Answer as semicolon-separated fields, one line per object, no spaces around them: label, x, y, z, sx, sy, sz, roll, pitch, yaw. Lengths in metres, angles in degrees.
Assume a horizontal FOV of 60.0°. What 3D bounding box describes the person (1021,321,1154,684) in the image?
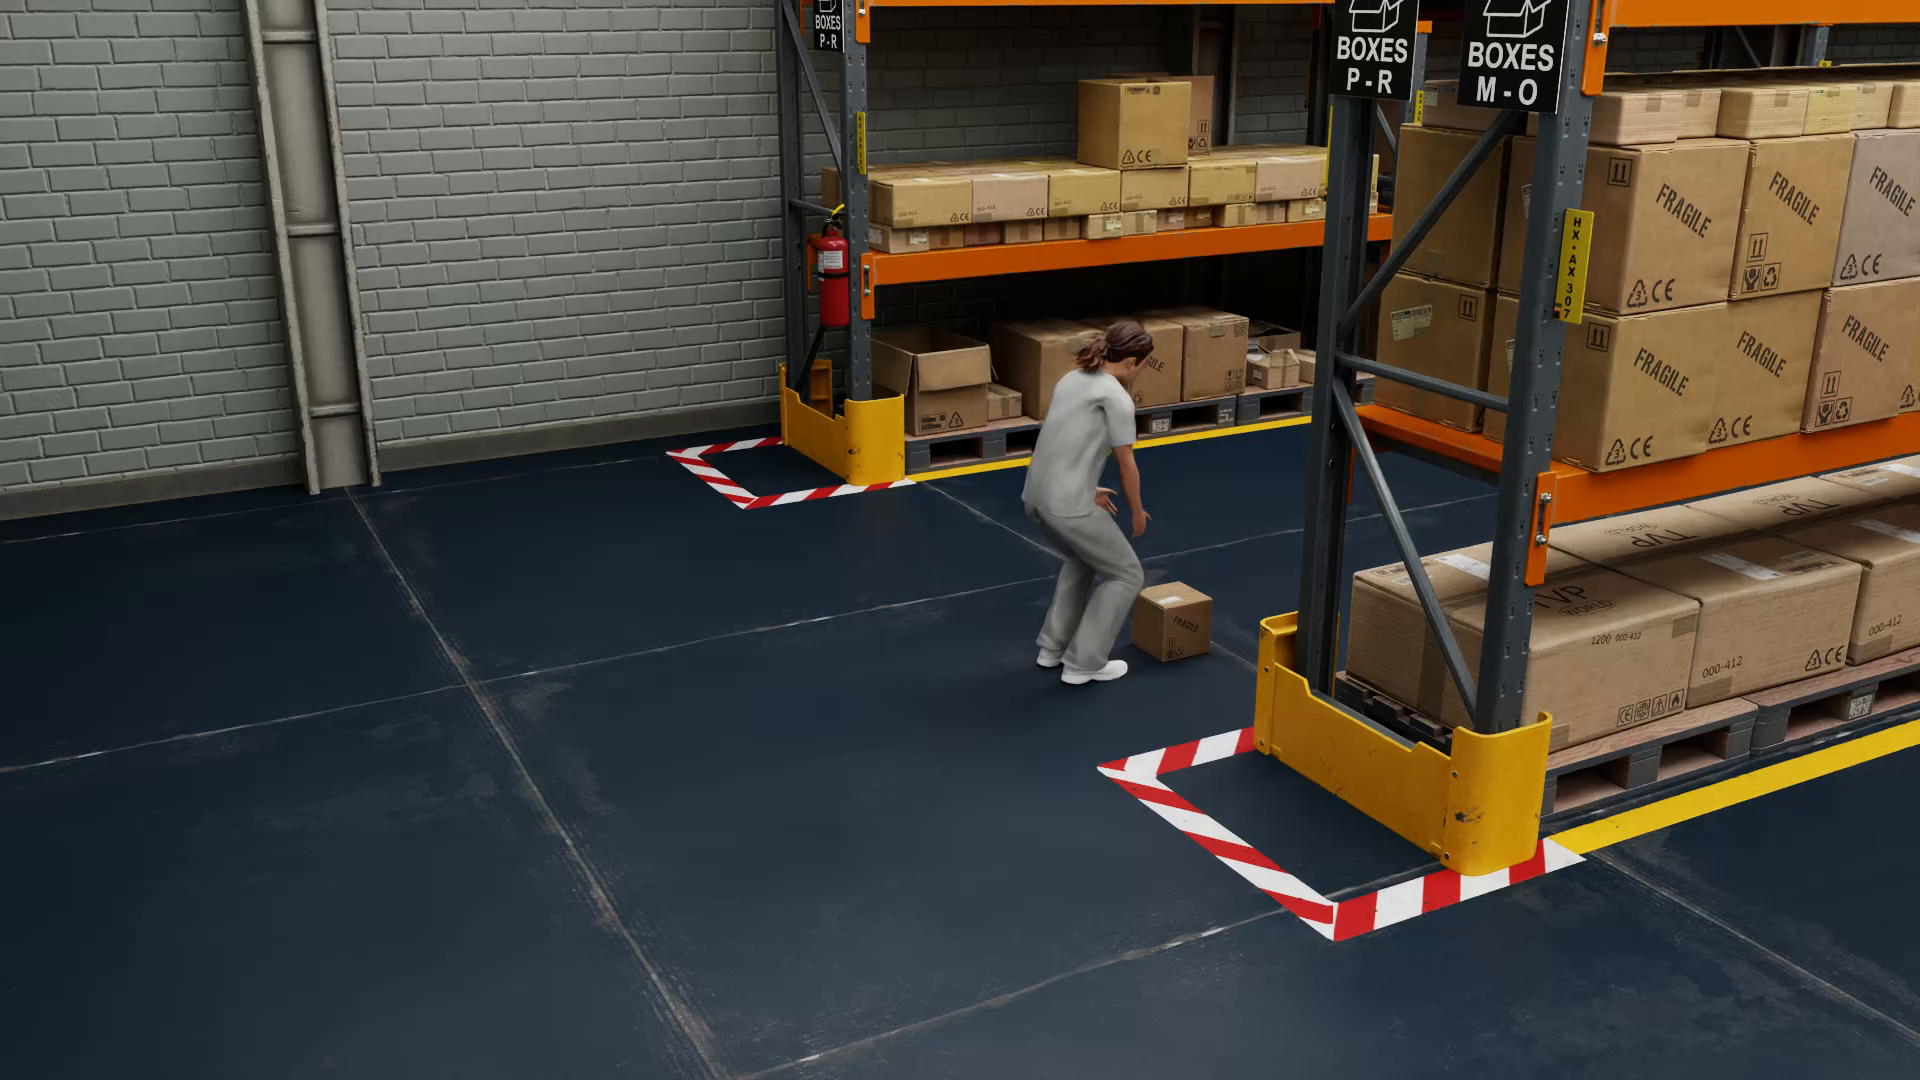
person;0.528;-0.161;6.879;0.572;1.469;0.487;-10;21;-26
